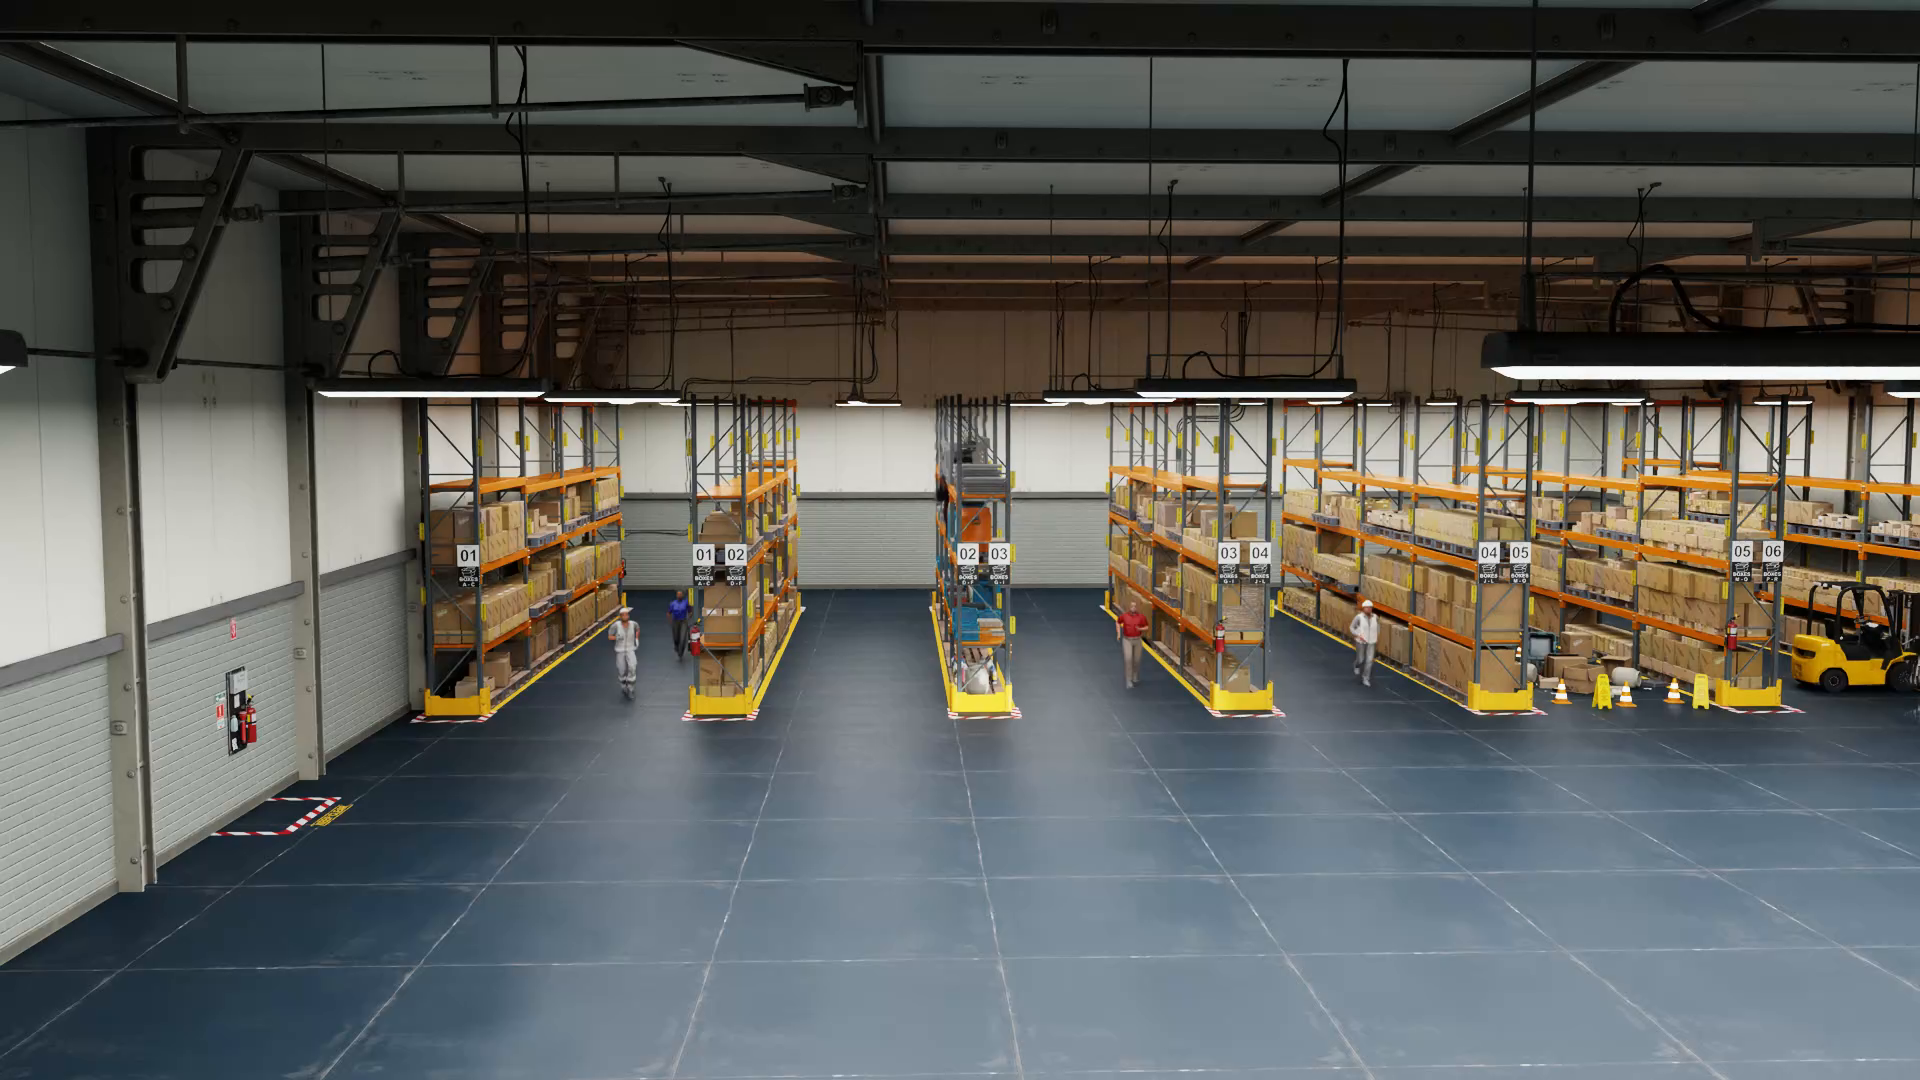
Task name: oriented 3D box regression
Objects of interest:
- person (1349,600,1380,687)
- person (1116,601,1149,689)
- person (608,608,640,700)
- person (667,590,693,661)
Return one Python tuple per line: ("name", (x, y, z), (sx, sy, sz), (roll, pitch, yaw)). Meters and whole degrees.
("person", (8.464, 2.128, 34.728), (0.683, 1.763, 0.895), (0, 5, -4))
("person", (3.570, 2.136, 34.348), (0.653, 1.748, 0.921), (0, 4, -1))
("person", (-6.670, 2.245, 33.025), (0.631, 1.823, 0.825), (-1, 5, -14))
("person", (-6.399, 1.940, 38.034), (0.582, 1.618, 0.578), (-1, 5, -8))
